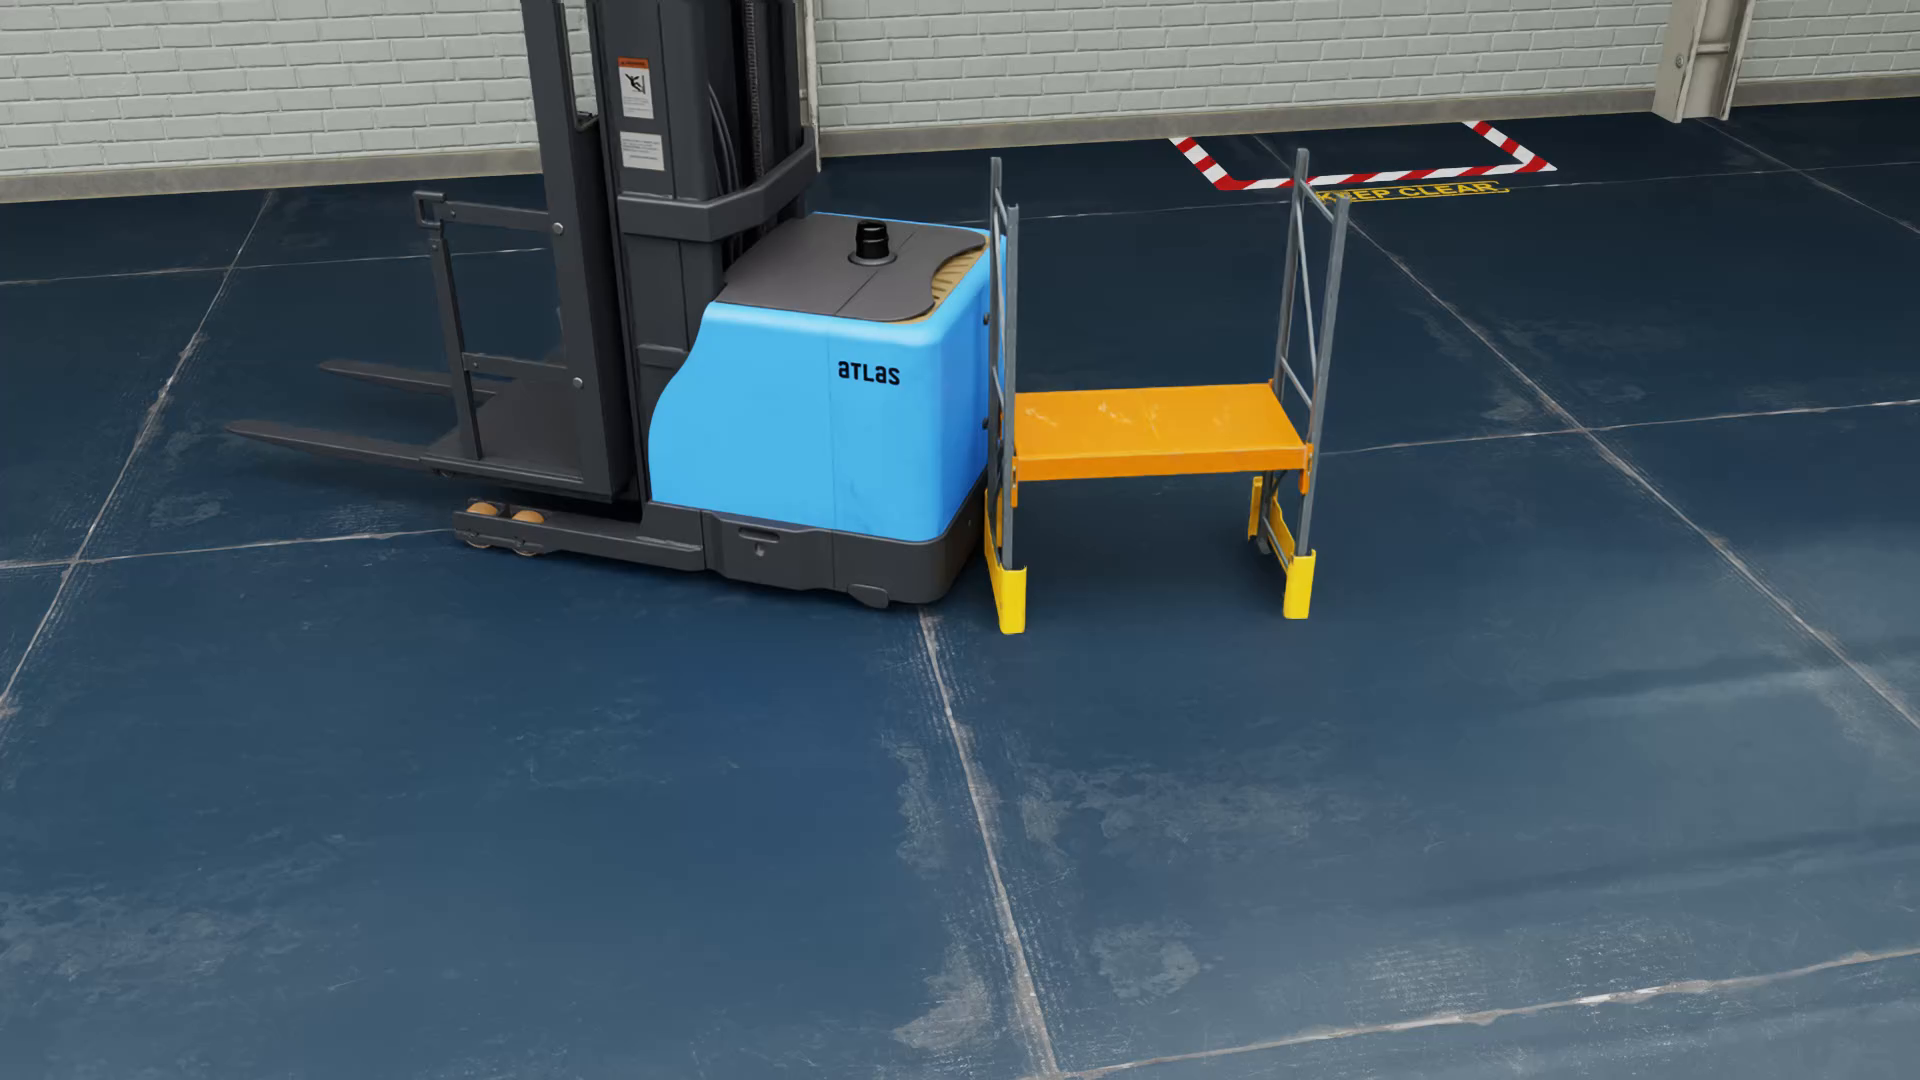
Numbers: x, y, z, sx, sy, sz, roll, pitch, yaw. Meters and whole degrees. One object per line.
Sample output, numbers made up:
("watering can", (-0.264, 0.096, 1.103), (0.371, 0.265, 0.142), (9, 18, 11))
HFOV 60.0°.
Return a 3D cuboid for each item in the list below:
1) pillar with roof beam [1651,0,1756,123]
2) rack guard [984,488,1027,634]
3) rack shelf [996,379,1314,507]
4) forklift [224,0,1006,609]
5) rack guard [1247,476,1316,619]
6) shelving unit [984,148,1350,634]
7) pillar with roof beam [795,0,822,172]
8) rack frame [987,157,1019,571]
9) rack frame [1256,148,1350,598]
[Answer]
("pillar with roof beam", (5.620, -4.561, 5.128), (0.400, 9.000, 9.100), (-5, 31, -9))
("rack guard", (0.157, 0.066, 5.891), (0.087, 0.250, 0.587), (-3, 31, -5))
("rack shelf", (0.644, -0.341, 5.705), (1.000, 0.185, 0.538), (-3, 31, -5))
("forklift", (-1.366, -1.449, 5.822), (3.031, 2.935, 1.130), (9, 32, 15))
("rack guard", (1.149, 0.019, 5.970), (0.087, 0.250, 0.587), (-3, 31, -5))
("shelving unit", (0.653, -0.496, 5.614), (1.083, 1.500, 0.587), (-3, 31, -5))
("pillar with roof beam", (-0.282, -4.013, 4.197), (0.400, 9.000, 9.100), (-5, 31, -9))
("rack frame", (0.138, -0.472, 5.573), (0.032, 1.500, 0.500), (-3, 31, -5))
("rack frame", (1.150, -0.519, 5.654), (0.032, 1.500, 0.500), (-3, 31, -5))
